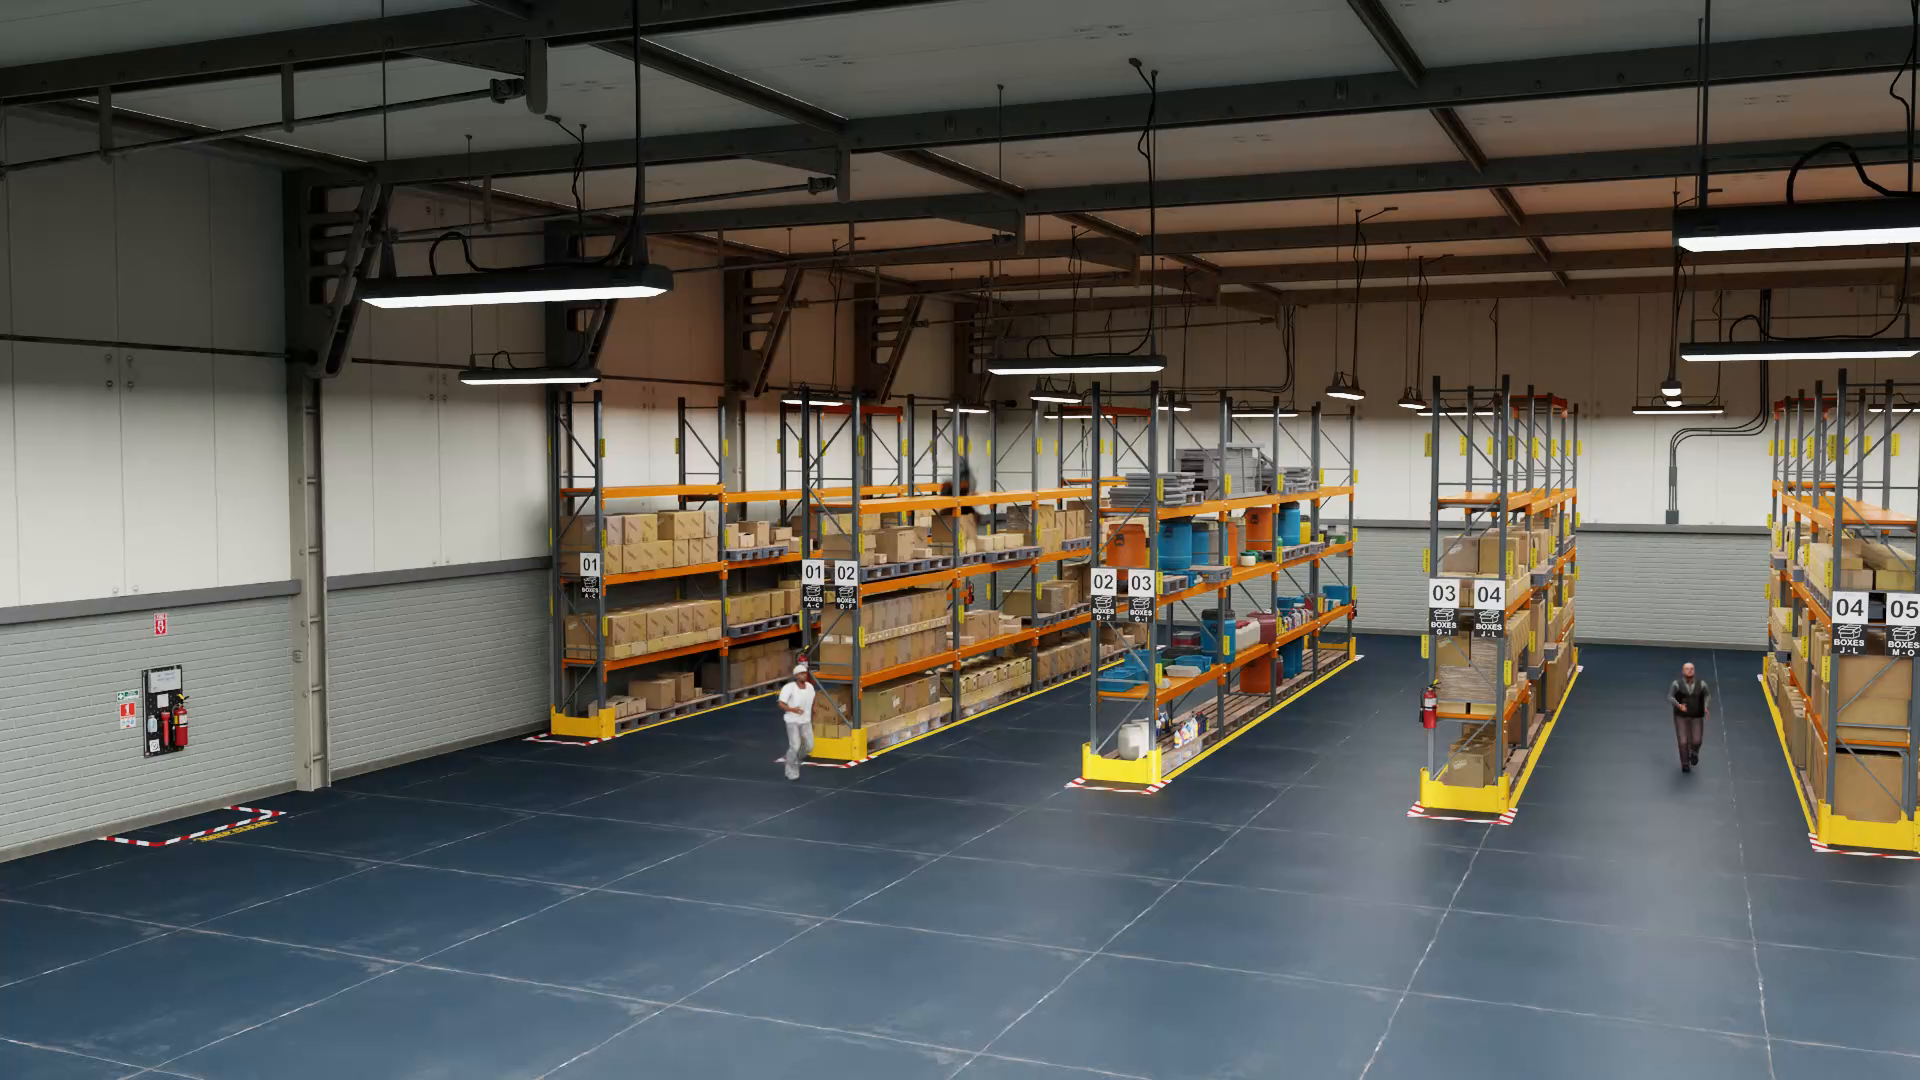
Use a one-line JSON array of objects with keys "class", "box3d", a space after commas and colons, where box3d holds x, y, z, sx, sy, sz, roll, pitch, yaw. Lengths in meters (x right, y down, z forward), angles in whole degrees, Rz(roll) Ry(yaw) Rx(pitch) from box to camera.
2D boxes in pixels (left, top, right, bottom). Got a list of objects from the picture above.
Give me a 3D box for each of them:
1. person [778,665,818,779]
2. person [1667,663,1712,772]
[{"class": "person", "box3d": [-2.399, 2.751, 25.170, 0.758, 1.722, 0.582, -2, 4, -36]}, {"class": "person", "box3d": [11.260, 2.749, 25.660, 0.653, 1.672, 0.568, 1, 3, 18]}]
